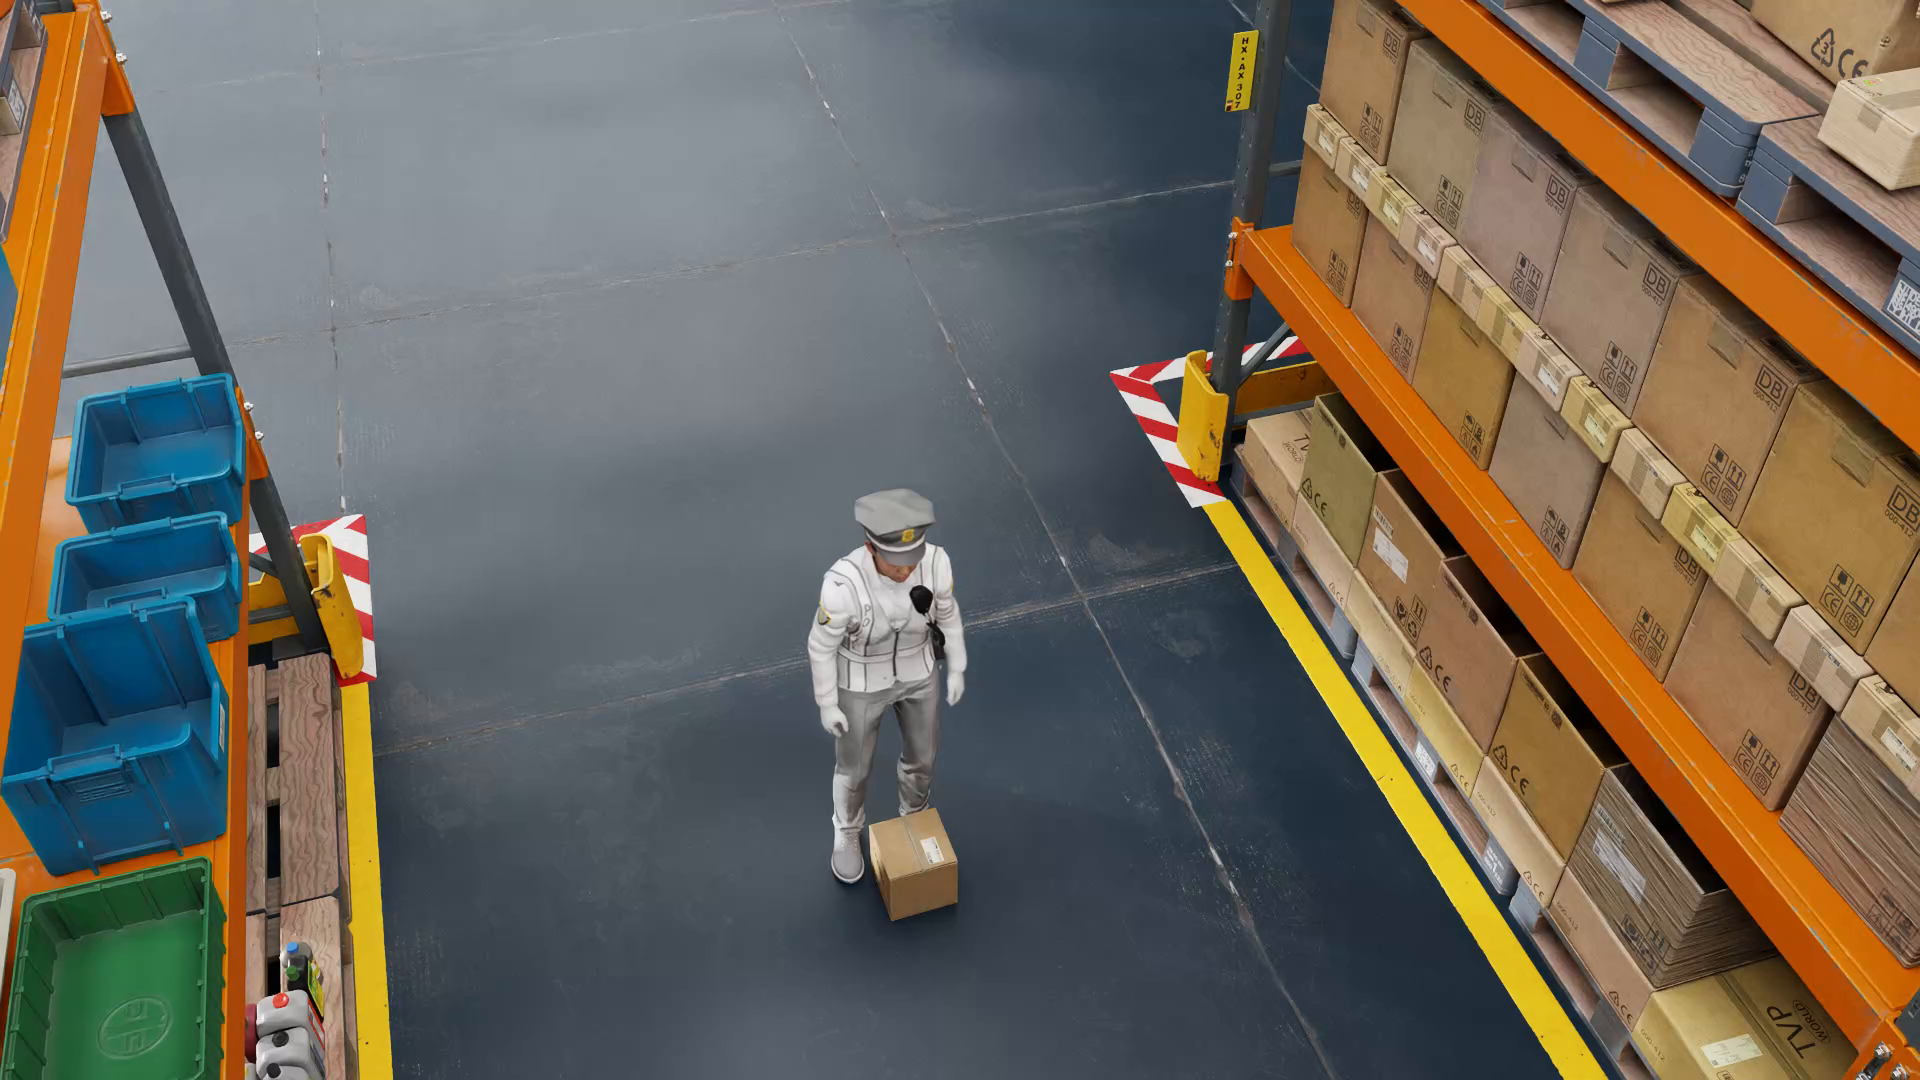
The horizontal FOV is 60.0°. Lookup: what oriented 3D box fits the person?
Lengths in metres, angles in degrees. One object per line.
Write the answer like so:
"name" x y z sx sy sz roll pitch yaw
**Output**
"person" -0.237 0.482 5.630 0.546 1.667 0.369 -14 44 -15
